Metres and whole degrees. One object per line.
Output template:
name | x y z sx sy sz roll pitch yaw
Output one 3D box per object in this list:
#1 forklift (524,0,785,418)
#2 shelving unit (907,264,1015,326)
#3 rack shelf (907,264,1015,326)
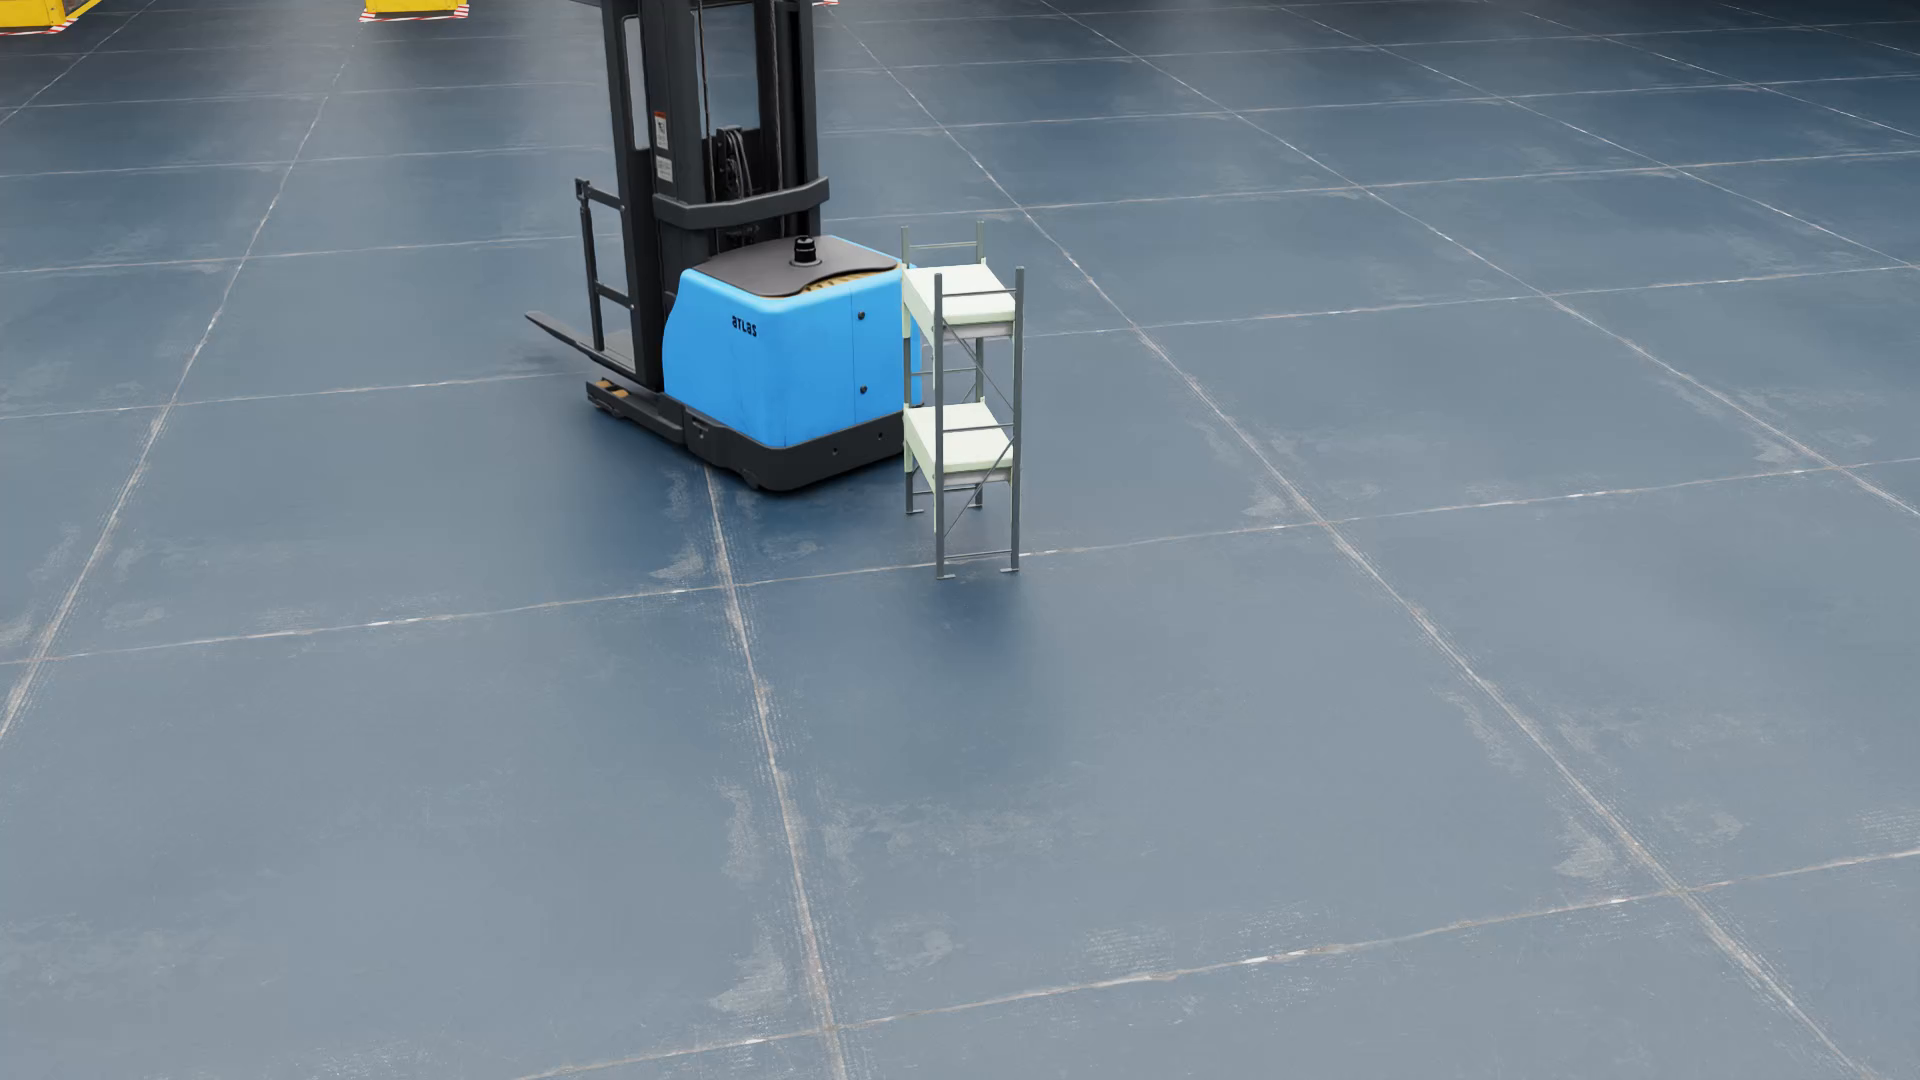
forklift | -1.822 -2.204 9.584 1.118 2.733 2.170 -22 34 -36
shelving unit | 0.002 -1.134 7.670 0.368 0.052 0.686 -6 27 -12
rack shelf | 0.002 -1.134 7.670 0.368 0.052 0.686 -6 27 -12
